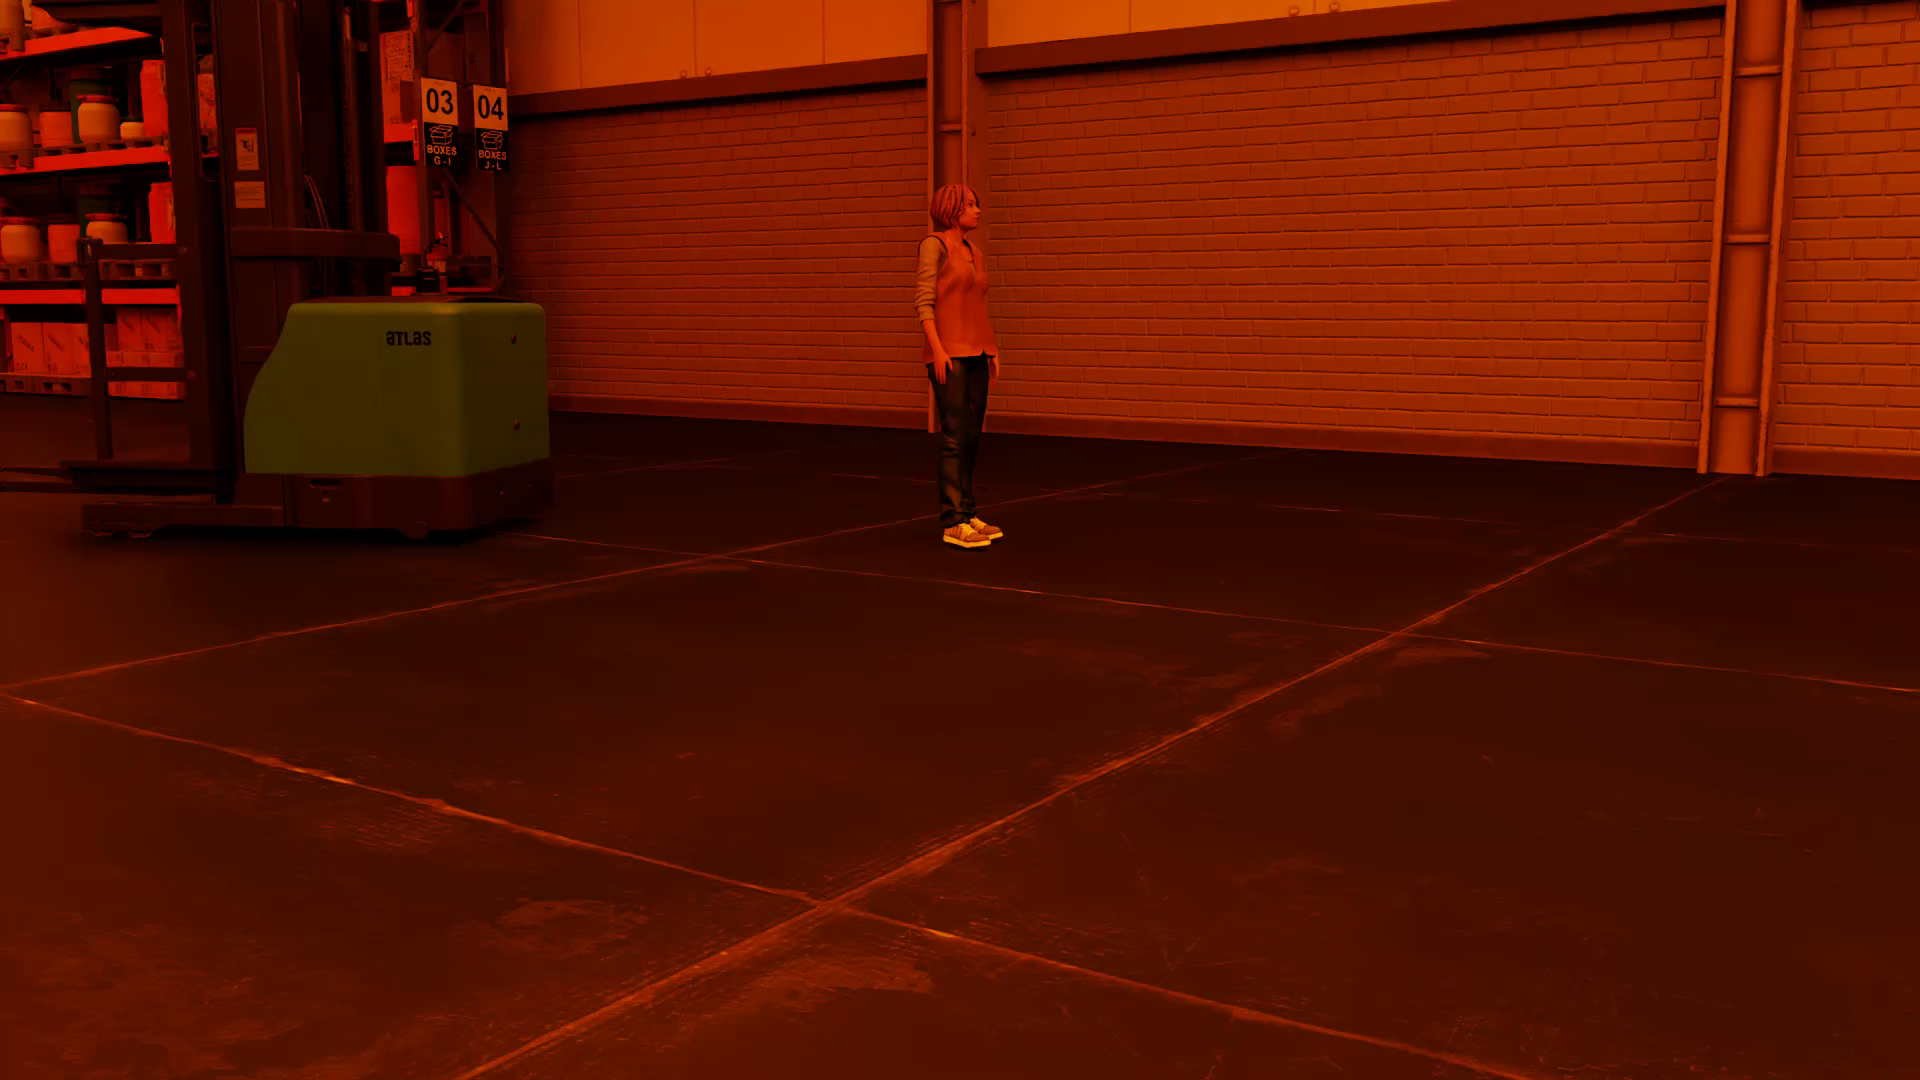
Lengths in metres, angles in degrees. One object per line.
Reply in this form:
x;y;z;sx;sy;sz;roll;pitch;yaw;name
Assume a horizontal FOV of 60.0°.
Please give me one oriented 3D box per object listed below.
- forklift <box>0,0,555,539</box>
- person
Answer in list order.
-3.592;-1.529;7.948;3.031;2.935;1.130;1;8;10;forklift
0.054;-0.790;7.438;0.473;1.599;0.521;5;10;34;person
